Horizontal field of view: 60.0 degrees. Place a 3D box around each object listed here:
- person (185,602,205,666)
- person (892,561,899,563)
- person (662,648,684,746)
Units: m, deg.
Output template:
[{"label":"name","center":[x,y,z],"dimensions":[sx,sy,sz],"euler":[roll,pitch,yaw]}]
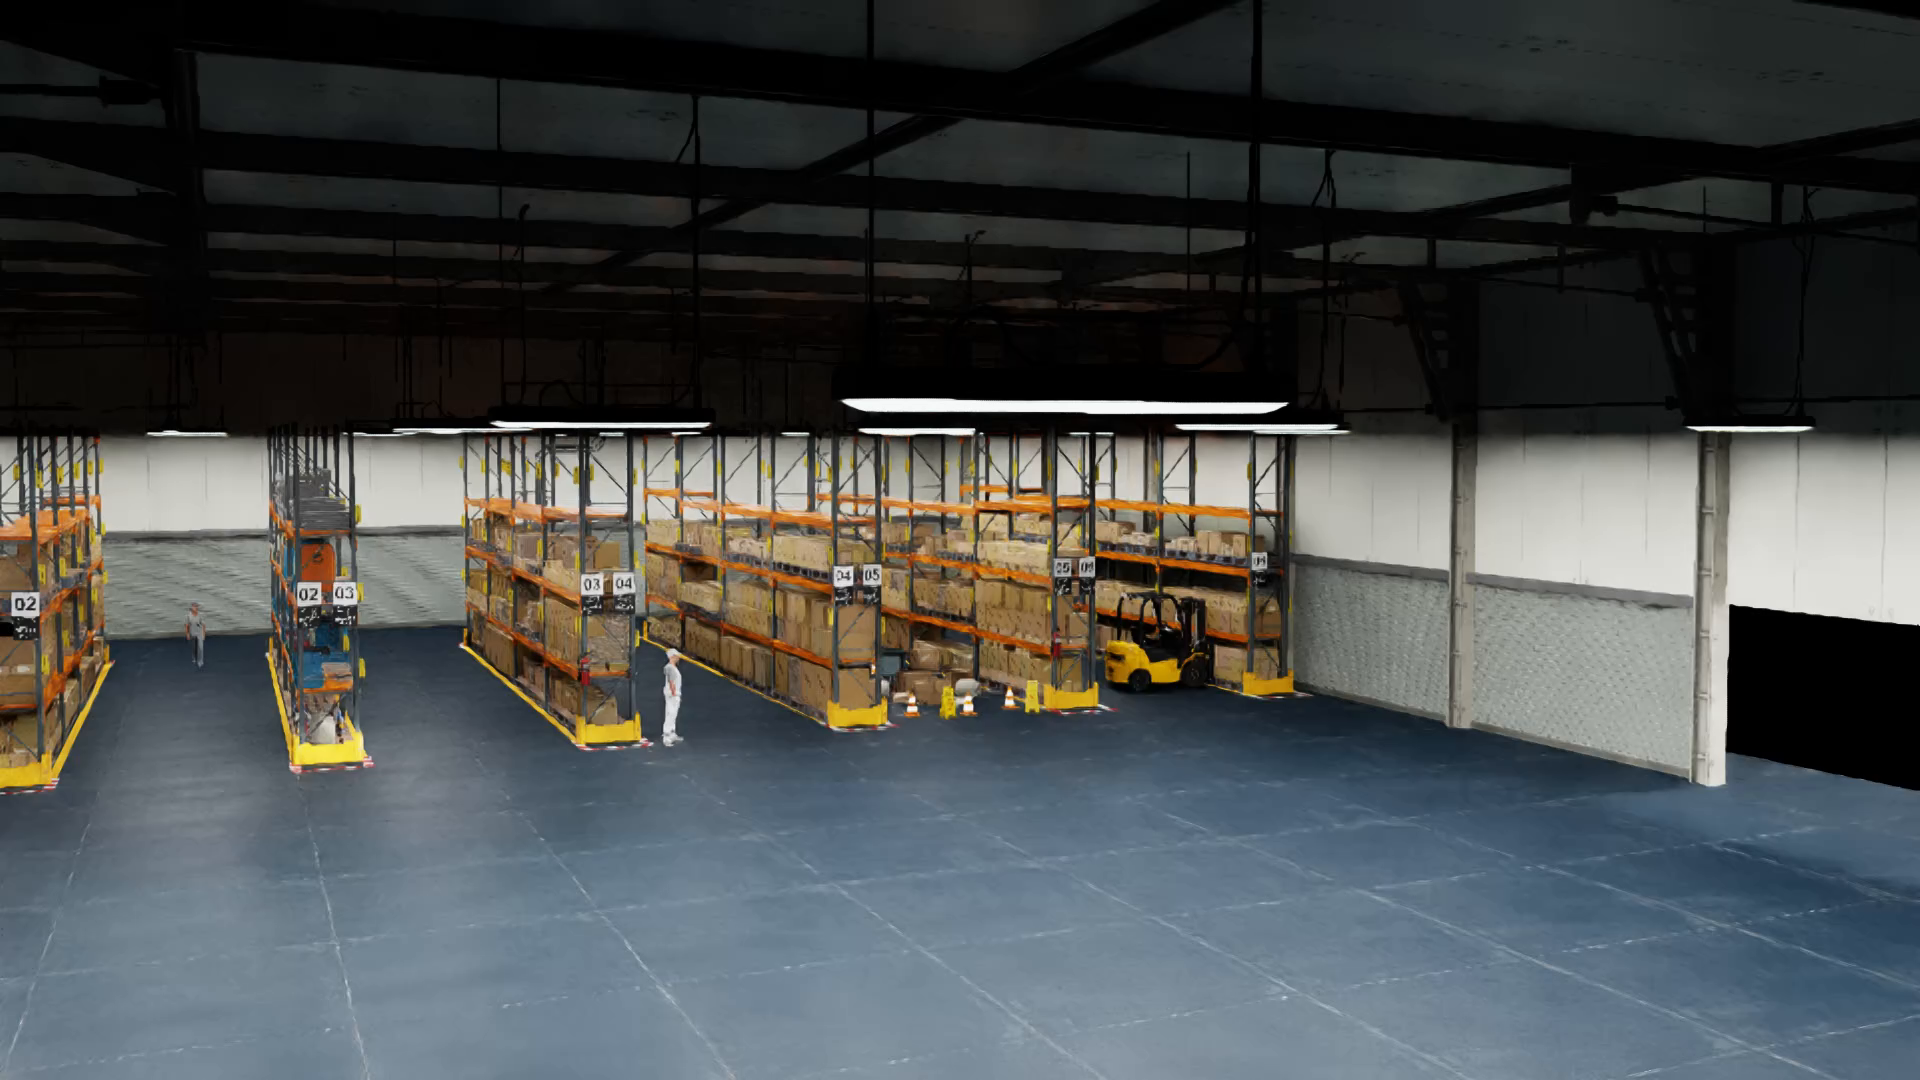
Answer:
[{"label":"person","center":[-19.257,2.354,41.867],"dimensions":[0.446,1.590,1.109],"euler":[-1,4,-21]},{"label":"person","center":[-2.021,1.518,55.190],"dimensions":[0.600,1.655,0.439],"euler":[2,4,31]},{"label":"person","center":[-5.367,2.910,31.048],"dimensions":[0.389,1.790,0.708],"euler":[-1,4,-9]}]
